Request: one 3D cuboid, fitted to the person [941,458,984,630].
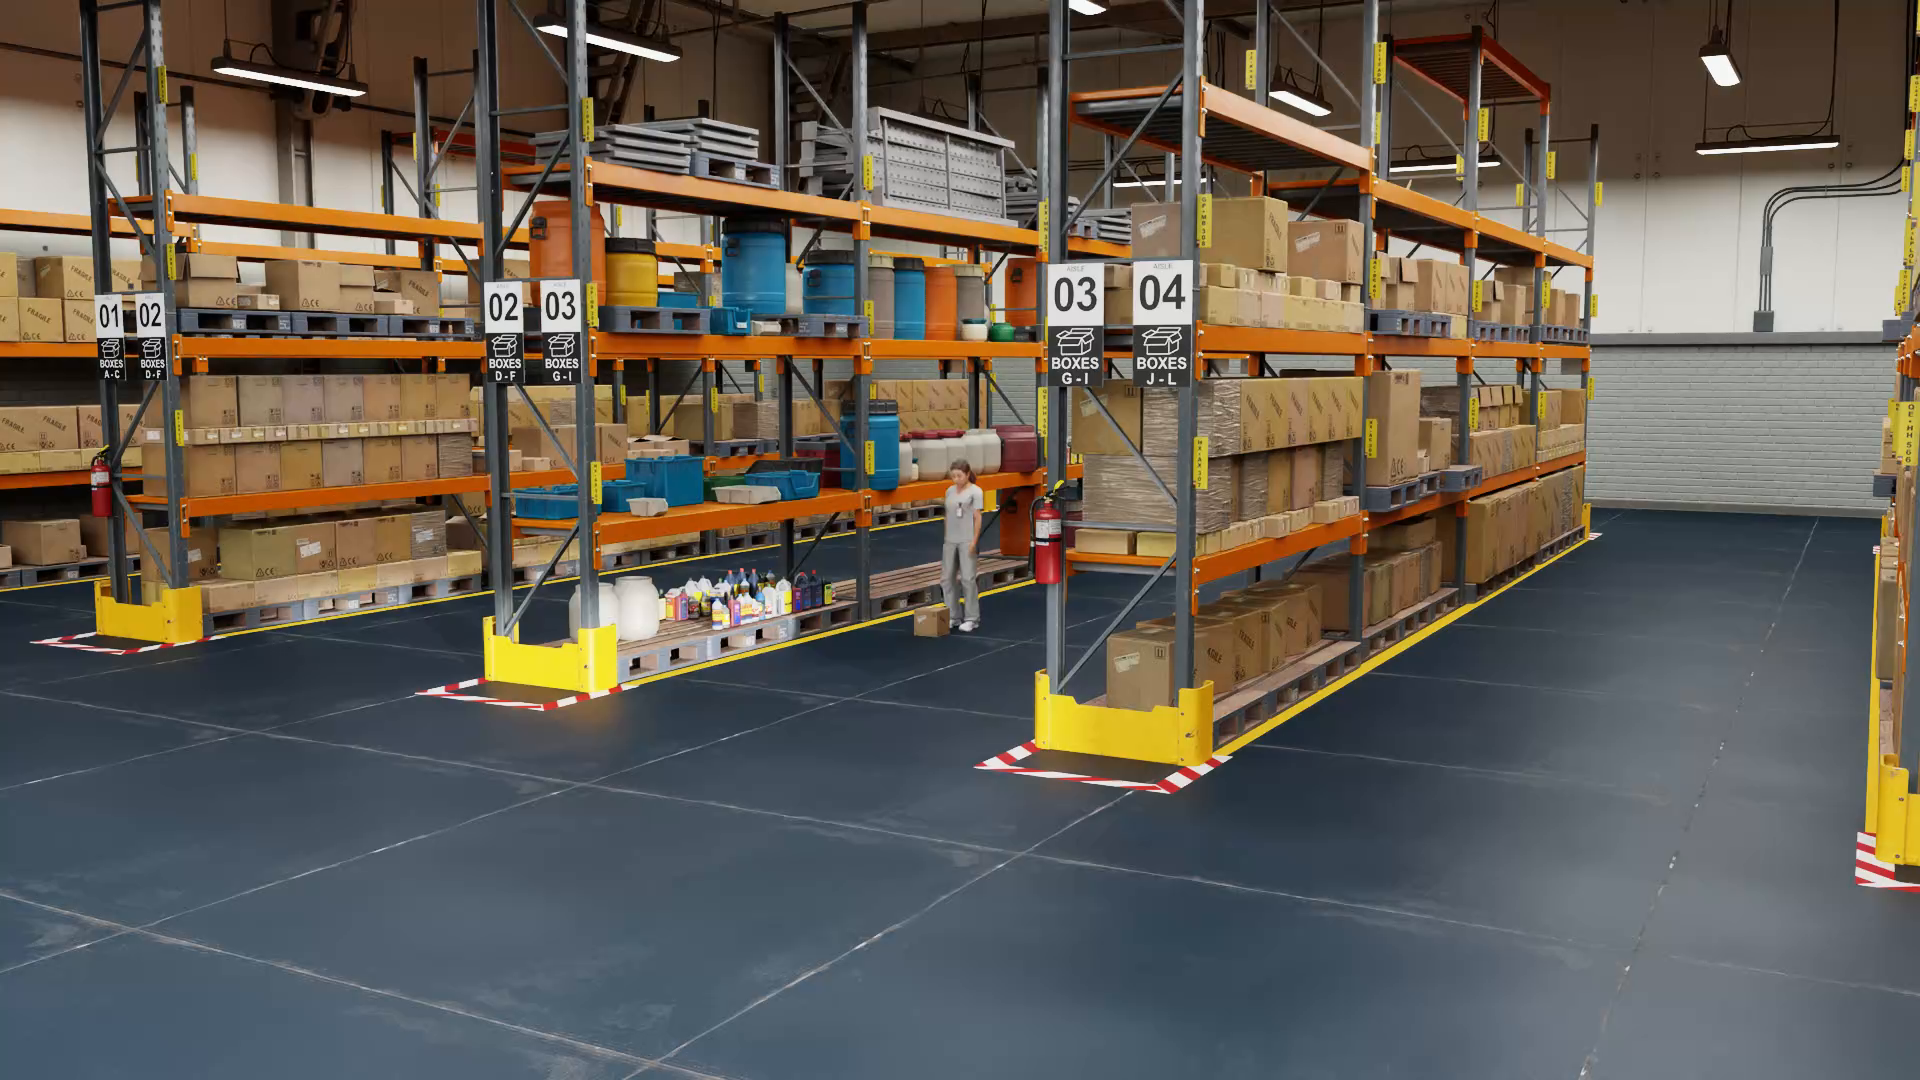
[{"bbox_3d":[0.030,0.034,16.097,0.447,1.665,0.354,4,7,35],"label":"person"}]
